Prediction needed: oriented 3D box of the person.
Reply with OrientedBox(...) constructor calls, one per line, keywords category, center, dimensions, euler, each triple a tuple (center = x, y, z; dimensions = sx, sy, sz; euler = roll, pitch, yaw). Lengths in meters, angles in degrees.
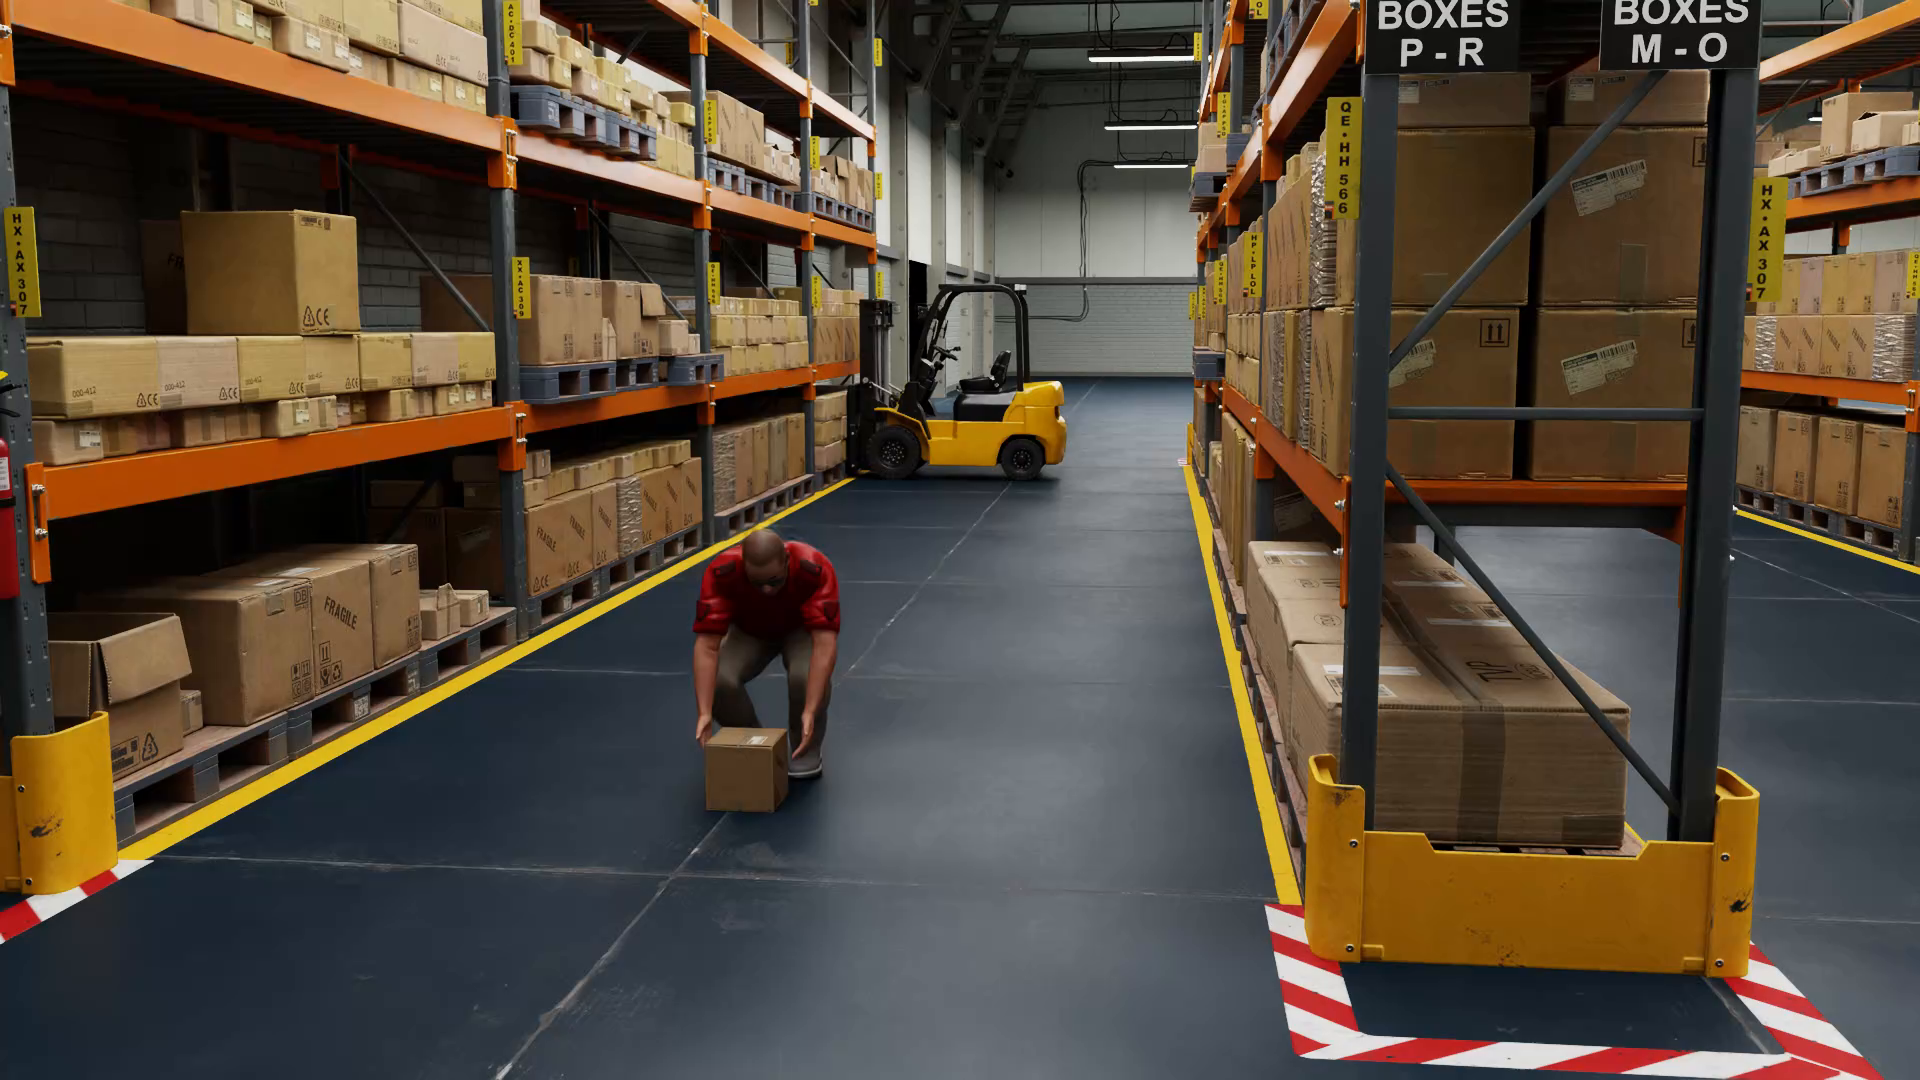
OrientedBox(category="person", center=(-0.714, 0.422, 6.431), dimensions=(0.570, 1.007, 0.866), euler=(1, 8, 6))
